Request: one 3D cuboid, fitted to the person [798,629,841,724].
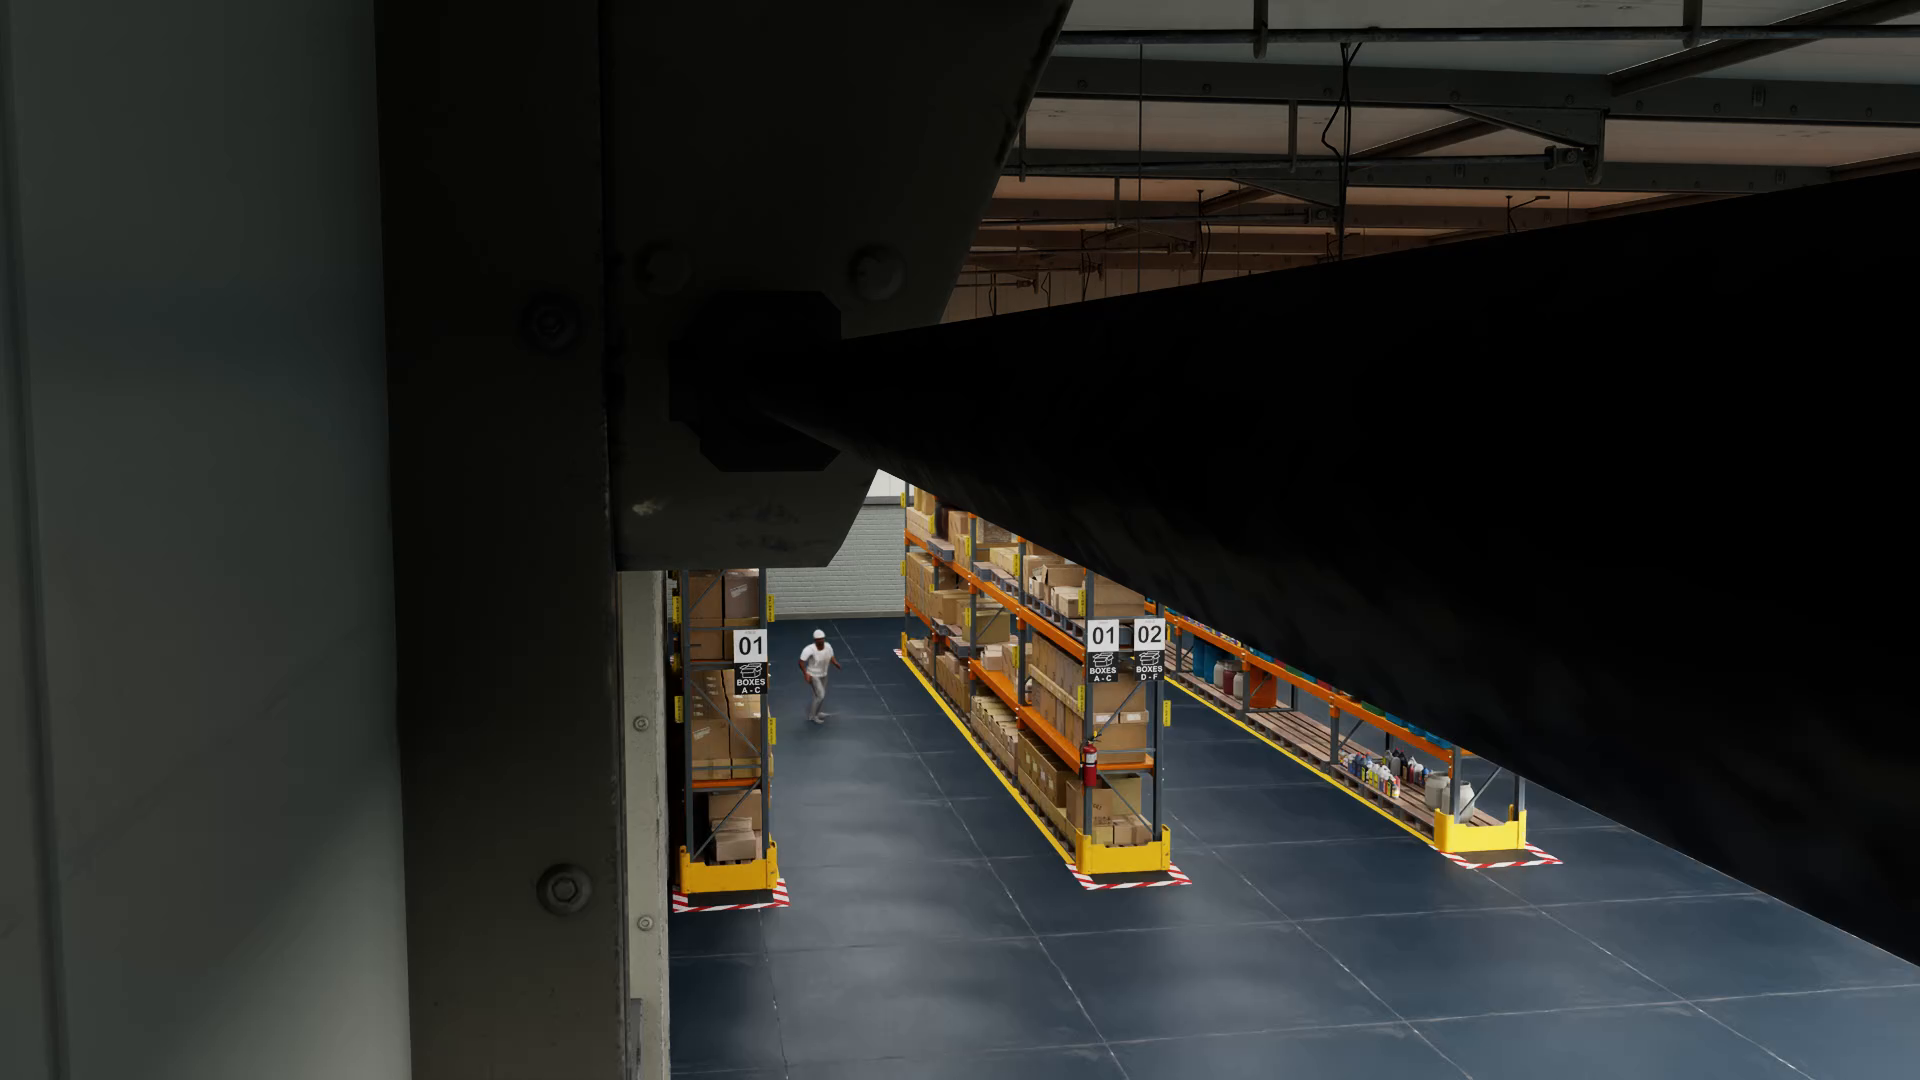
[{"bbox_3d":[-2.499,2.425,29.756,0.799,1.697,0.710,4,7,35],"label":"person"}]
